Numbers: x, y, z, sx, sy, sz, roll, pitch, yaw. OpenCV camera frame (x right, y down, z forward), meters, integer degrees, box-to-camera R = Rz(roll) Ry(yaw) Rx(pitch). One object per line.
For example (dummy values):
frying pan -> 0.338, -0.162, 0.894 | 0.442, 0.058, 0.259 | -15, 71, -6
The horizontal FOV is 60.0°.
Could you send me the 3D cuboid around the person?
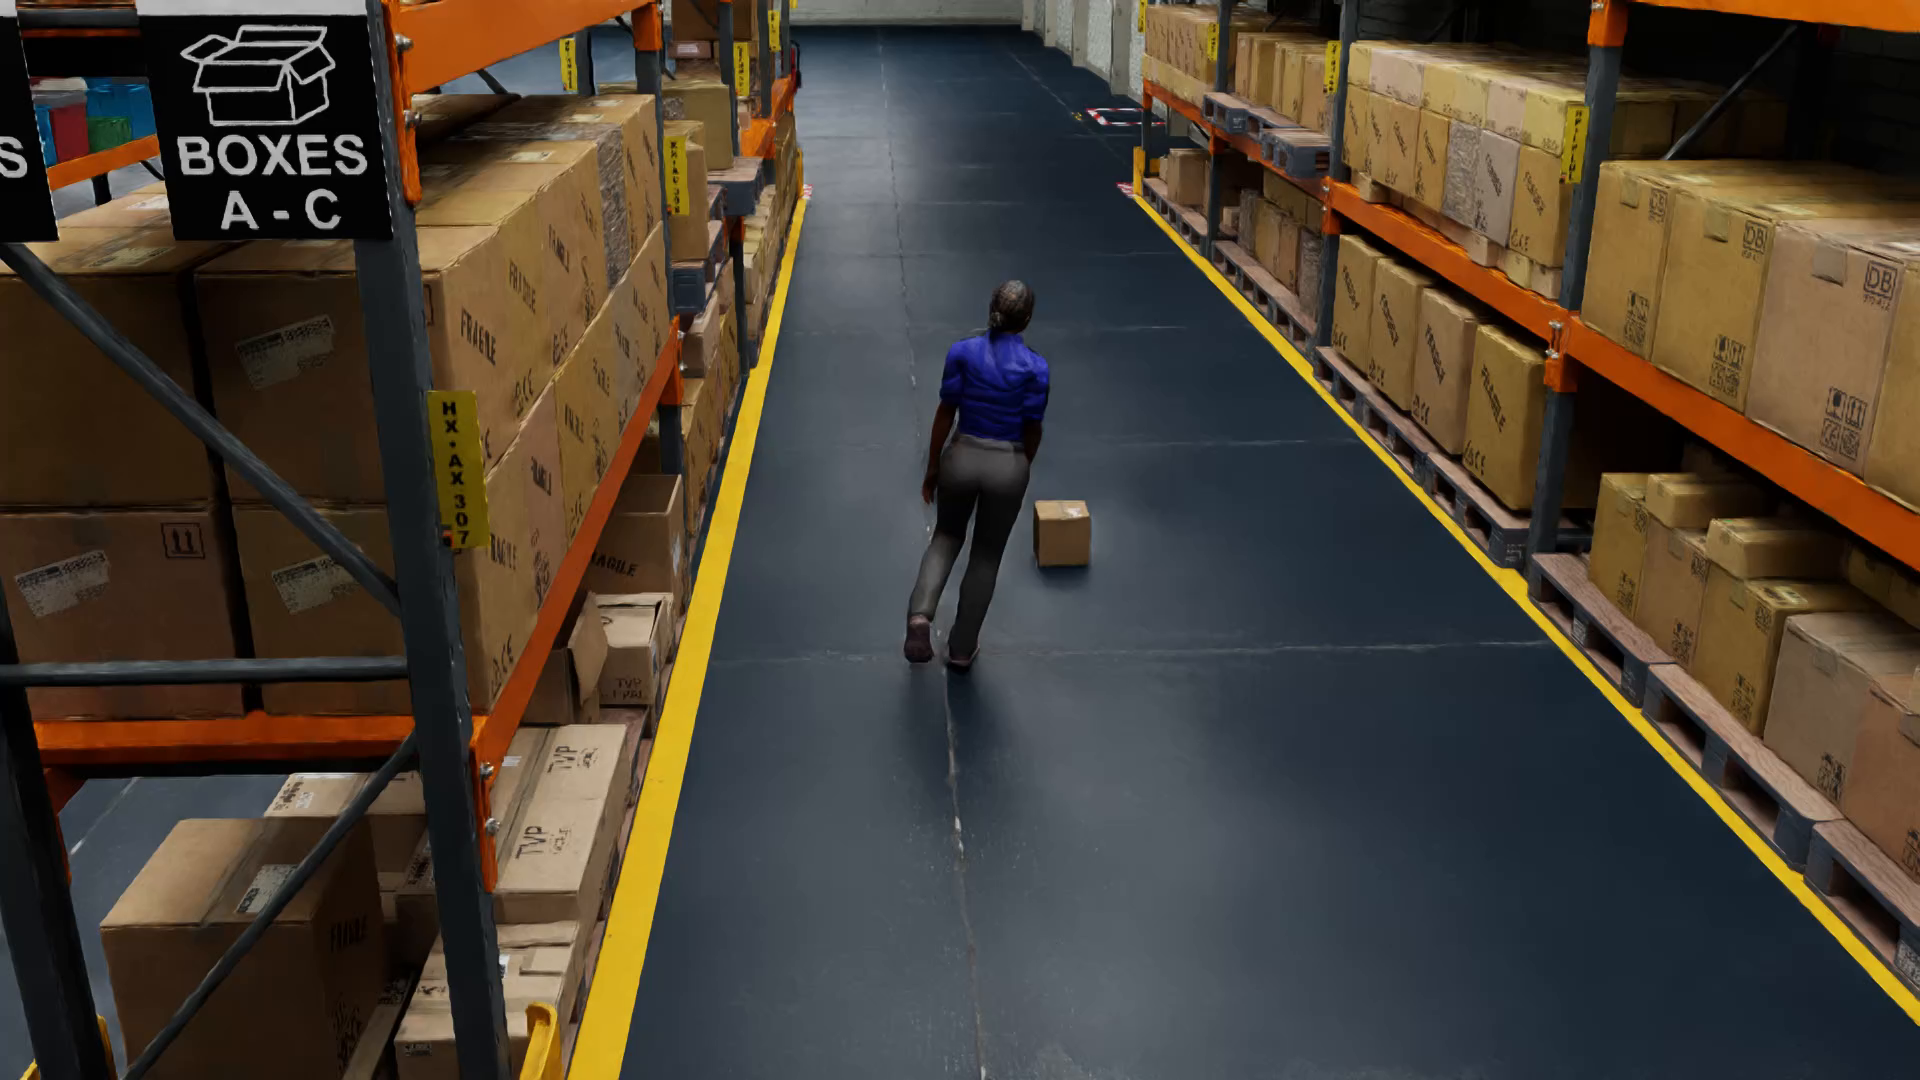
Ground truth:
person -> 0.075, -0.247, 6.734 | 0.566, 1.630, 0.465 | 4, 21, 11
